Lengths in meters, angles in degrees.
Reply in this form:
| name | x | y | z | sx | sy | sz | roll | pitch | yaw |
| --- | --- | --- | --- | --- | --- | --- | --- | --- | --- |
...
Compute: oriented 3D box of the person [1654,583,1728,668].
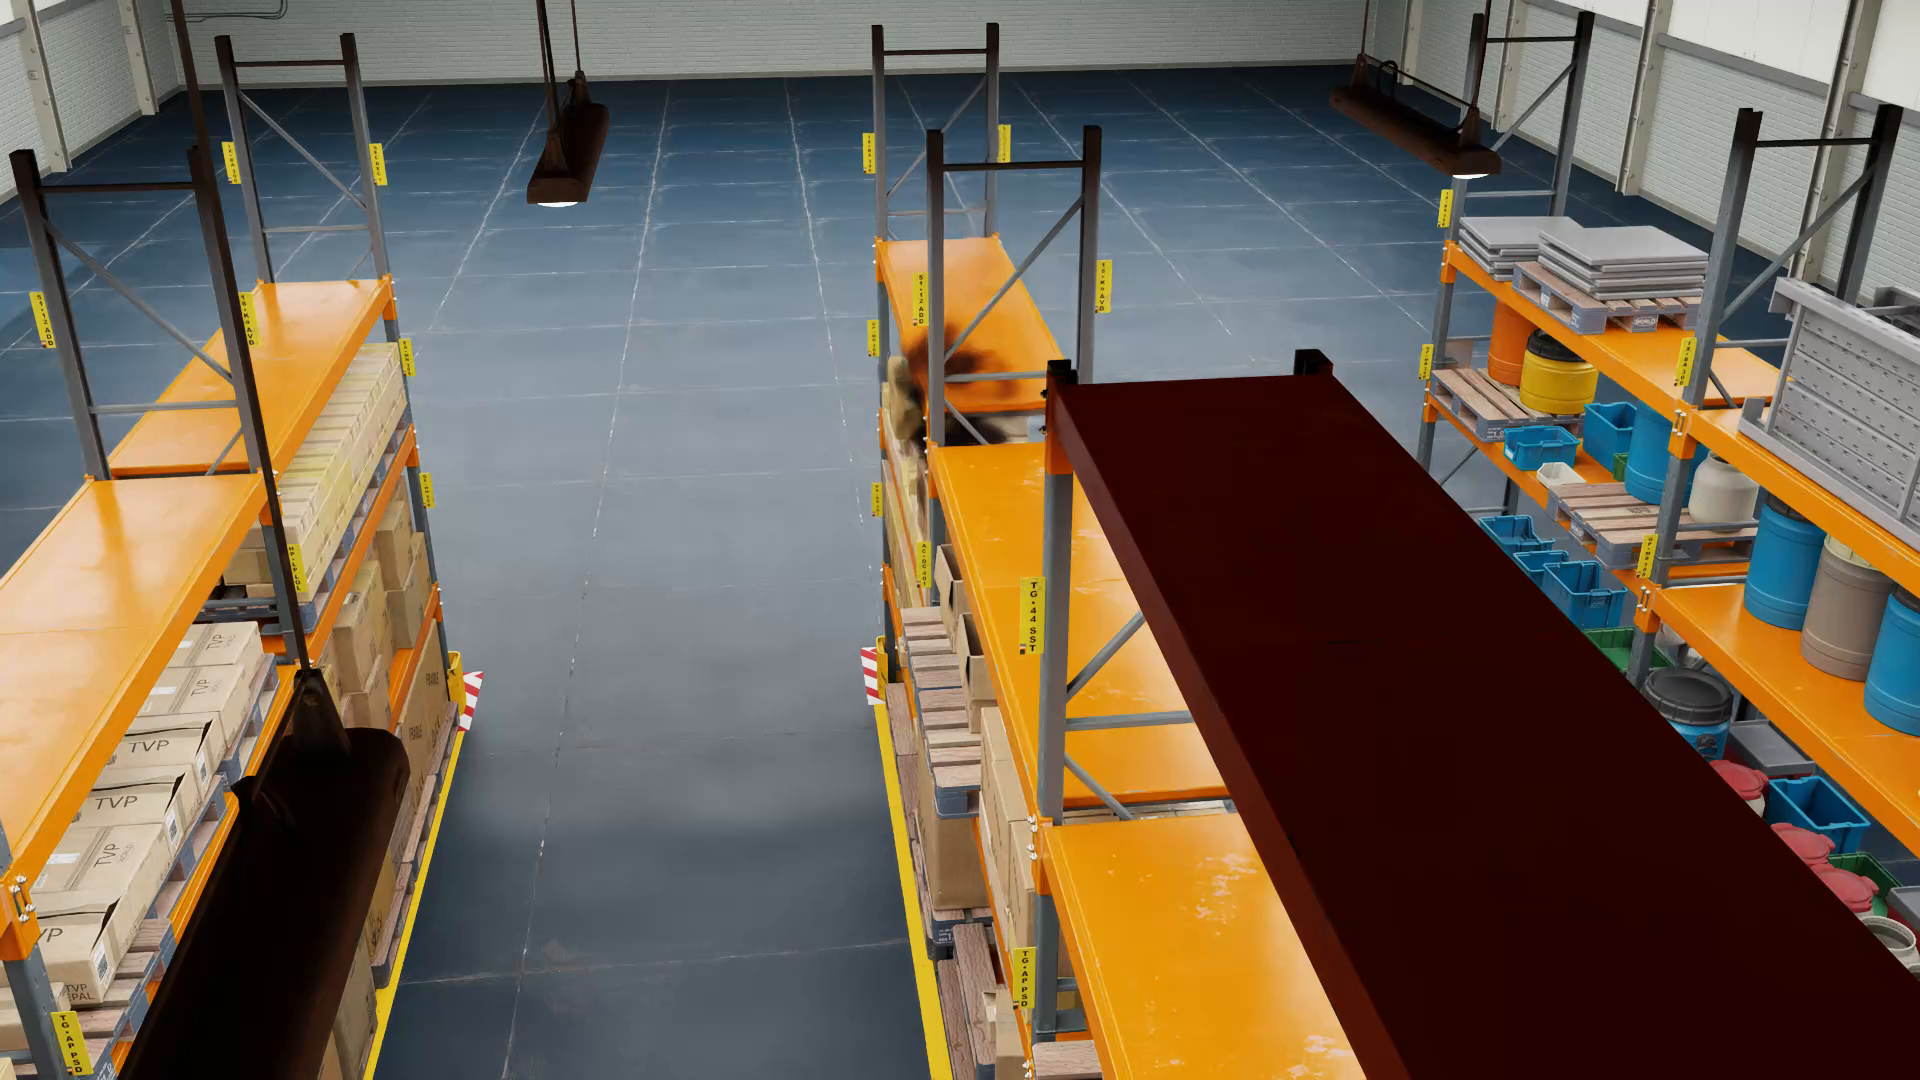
| name | x | y | z | sx | sy | sz | roll | pitch | yaw |
| --- | --- | --- | --- | --- | --- | --- | --- | --- | --- |
| person | 6.449 | 0.761 | 14.846 | 0.757 | 1.732 | 0.846 | -2 | 26 | -5 |
